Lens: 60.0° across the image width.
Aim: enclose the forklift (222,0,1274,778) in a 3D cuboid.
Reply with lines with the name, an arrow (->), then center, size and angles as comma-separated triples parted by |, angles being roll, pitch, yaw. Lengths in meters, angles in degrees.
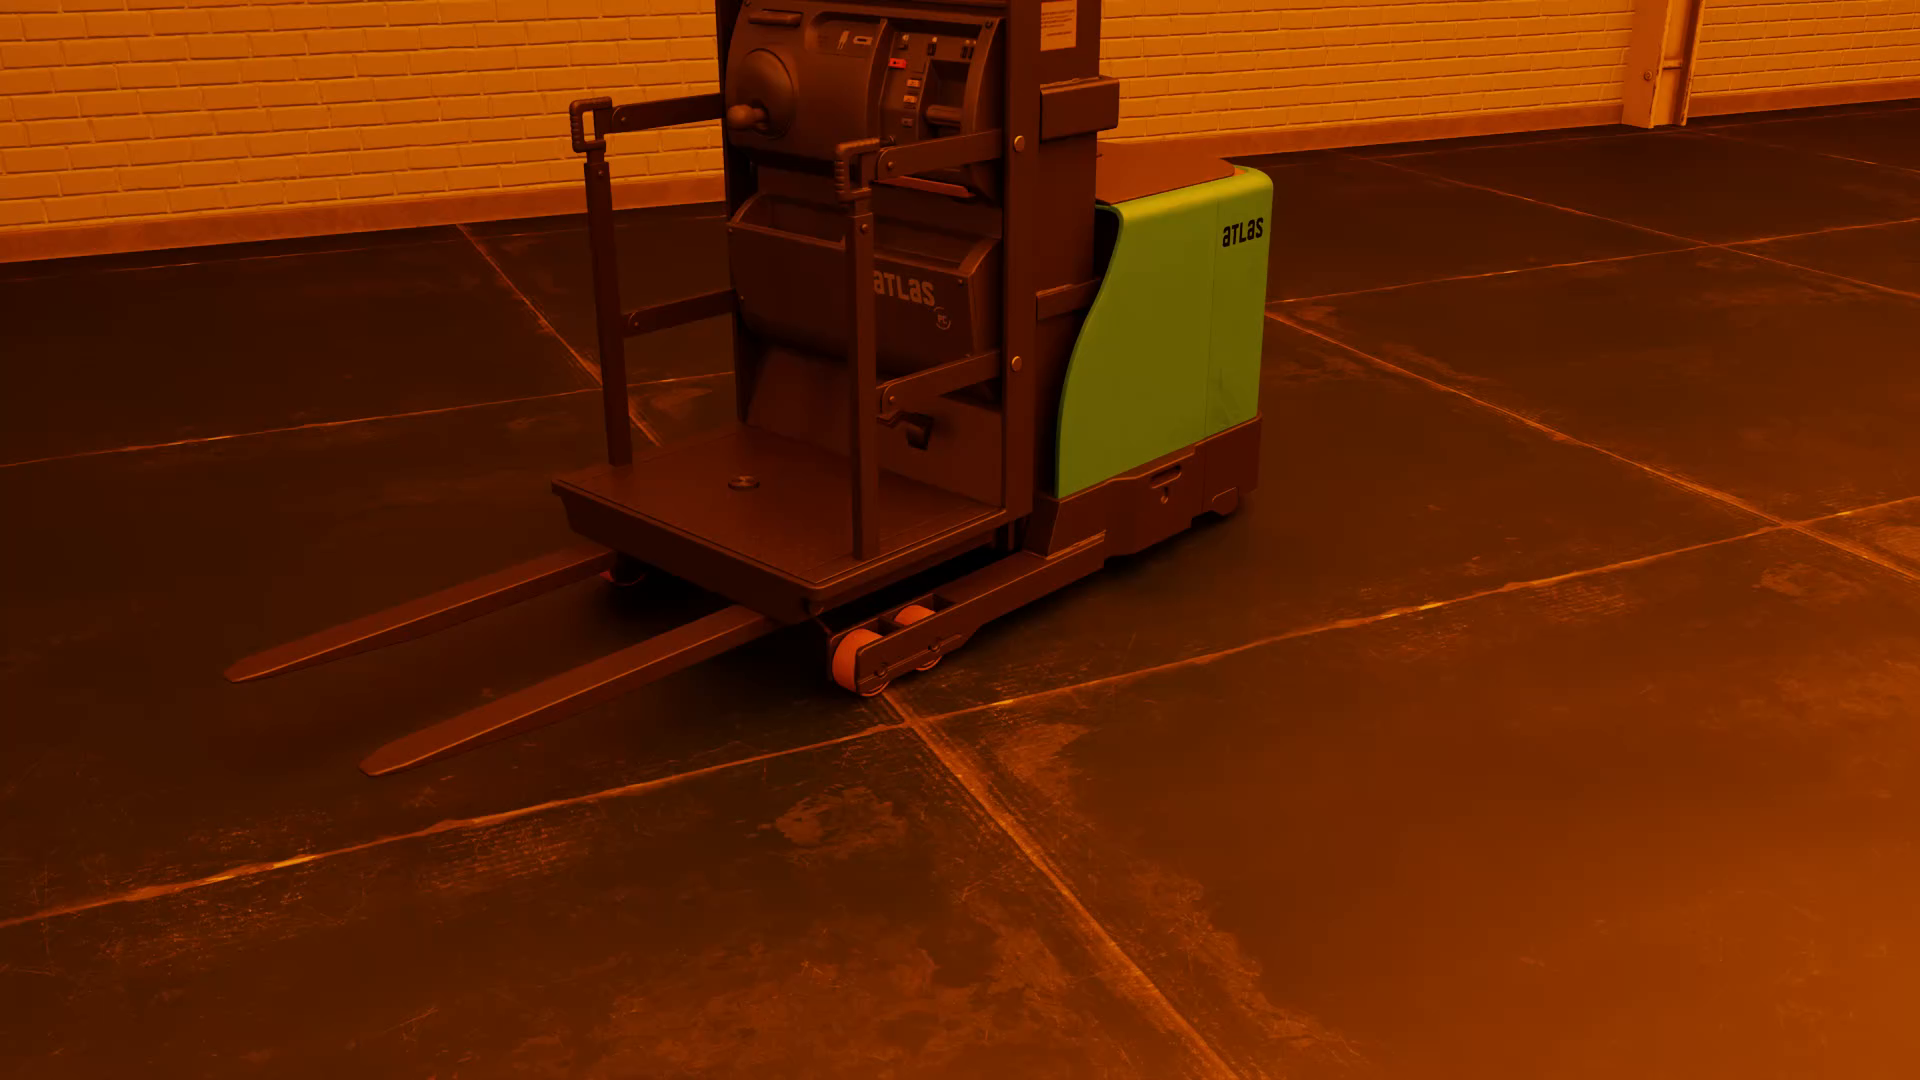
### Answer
forklift -> -0.413, -1.182, 4.131 | 1.130, 2.935, 3.031 | 19, 29, 39
